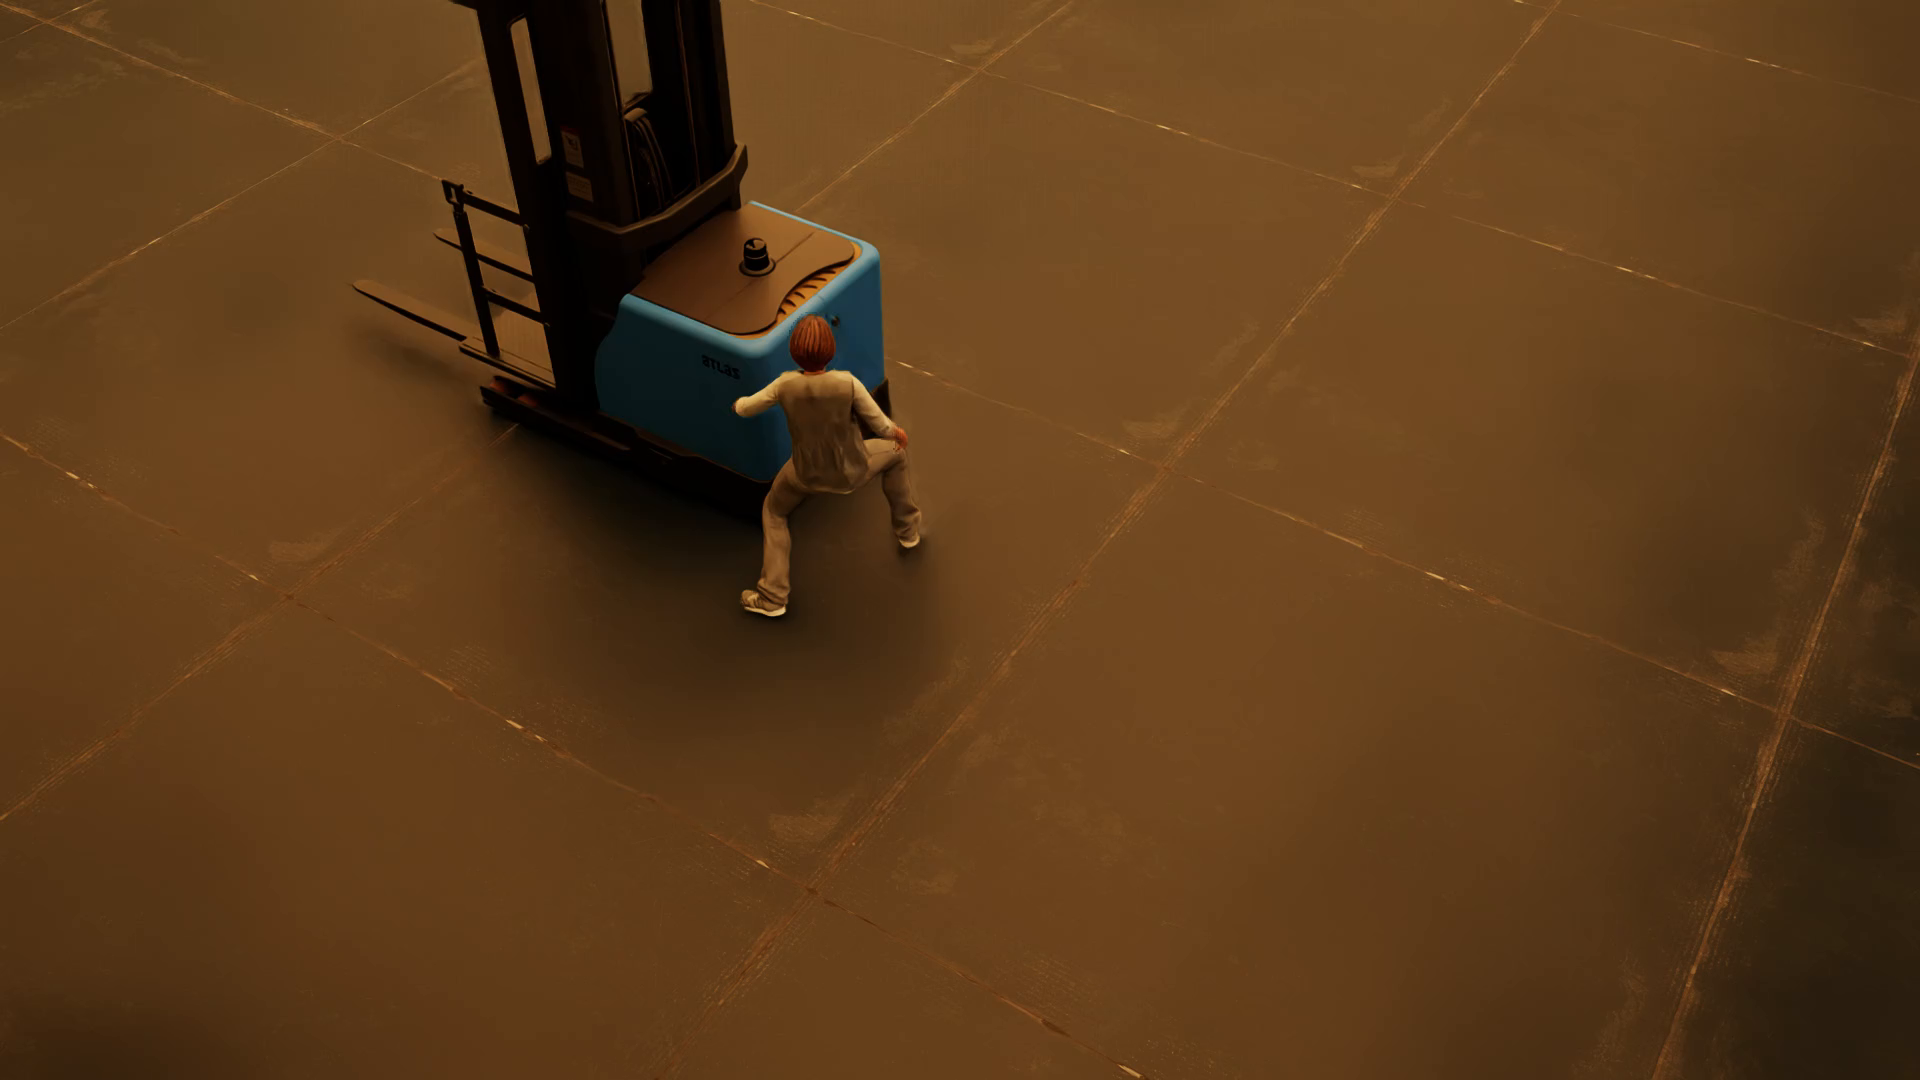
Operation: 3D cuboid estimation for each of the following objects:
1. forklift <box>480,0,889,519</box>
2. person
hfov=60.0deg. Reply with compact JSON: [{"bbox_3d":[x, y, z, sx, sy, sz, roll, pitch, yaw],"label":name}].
[{"bbox_3d":[-1.884,-1.942,7.896,3.031,2.935,1.130,24,48,23],"label":"forklift"},{"bbox_3d":[-0.602,-0.300,7.424,0.792,1.245,0.730,3,44,3],"label":"person"}]
